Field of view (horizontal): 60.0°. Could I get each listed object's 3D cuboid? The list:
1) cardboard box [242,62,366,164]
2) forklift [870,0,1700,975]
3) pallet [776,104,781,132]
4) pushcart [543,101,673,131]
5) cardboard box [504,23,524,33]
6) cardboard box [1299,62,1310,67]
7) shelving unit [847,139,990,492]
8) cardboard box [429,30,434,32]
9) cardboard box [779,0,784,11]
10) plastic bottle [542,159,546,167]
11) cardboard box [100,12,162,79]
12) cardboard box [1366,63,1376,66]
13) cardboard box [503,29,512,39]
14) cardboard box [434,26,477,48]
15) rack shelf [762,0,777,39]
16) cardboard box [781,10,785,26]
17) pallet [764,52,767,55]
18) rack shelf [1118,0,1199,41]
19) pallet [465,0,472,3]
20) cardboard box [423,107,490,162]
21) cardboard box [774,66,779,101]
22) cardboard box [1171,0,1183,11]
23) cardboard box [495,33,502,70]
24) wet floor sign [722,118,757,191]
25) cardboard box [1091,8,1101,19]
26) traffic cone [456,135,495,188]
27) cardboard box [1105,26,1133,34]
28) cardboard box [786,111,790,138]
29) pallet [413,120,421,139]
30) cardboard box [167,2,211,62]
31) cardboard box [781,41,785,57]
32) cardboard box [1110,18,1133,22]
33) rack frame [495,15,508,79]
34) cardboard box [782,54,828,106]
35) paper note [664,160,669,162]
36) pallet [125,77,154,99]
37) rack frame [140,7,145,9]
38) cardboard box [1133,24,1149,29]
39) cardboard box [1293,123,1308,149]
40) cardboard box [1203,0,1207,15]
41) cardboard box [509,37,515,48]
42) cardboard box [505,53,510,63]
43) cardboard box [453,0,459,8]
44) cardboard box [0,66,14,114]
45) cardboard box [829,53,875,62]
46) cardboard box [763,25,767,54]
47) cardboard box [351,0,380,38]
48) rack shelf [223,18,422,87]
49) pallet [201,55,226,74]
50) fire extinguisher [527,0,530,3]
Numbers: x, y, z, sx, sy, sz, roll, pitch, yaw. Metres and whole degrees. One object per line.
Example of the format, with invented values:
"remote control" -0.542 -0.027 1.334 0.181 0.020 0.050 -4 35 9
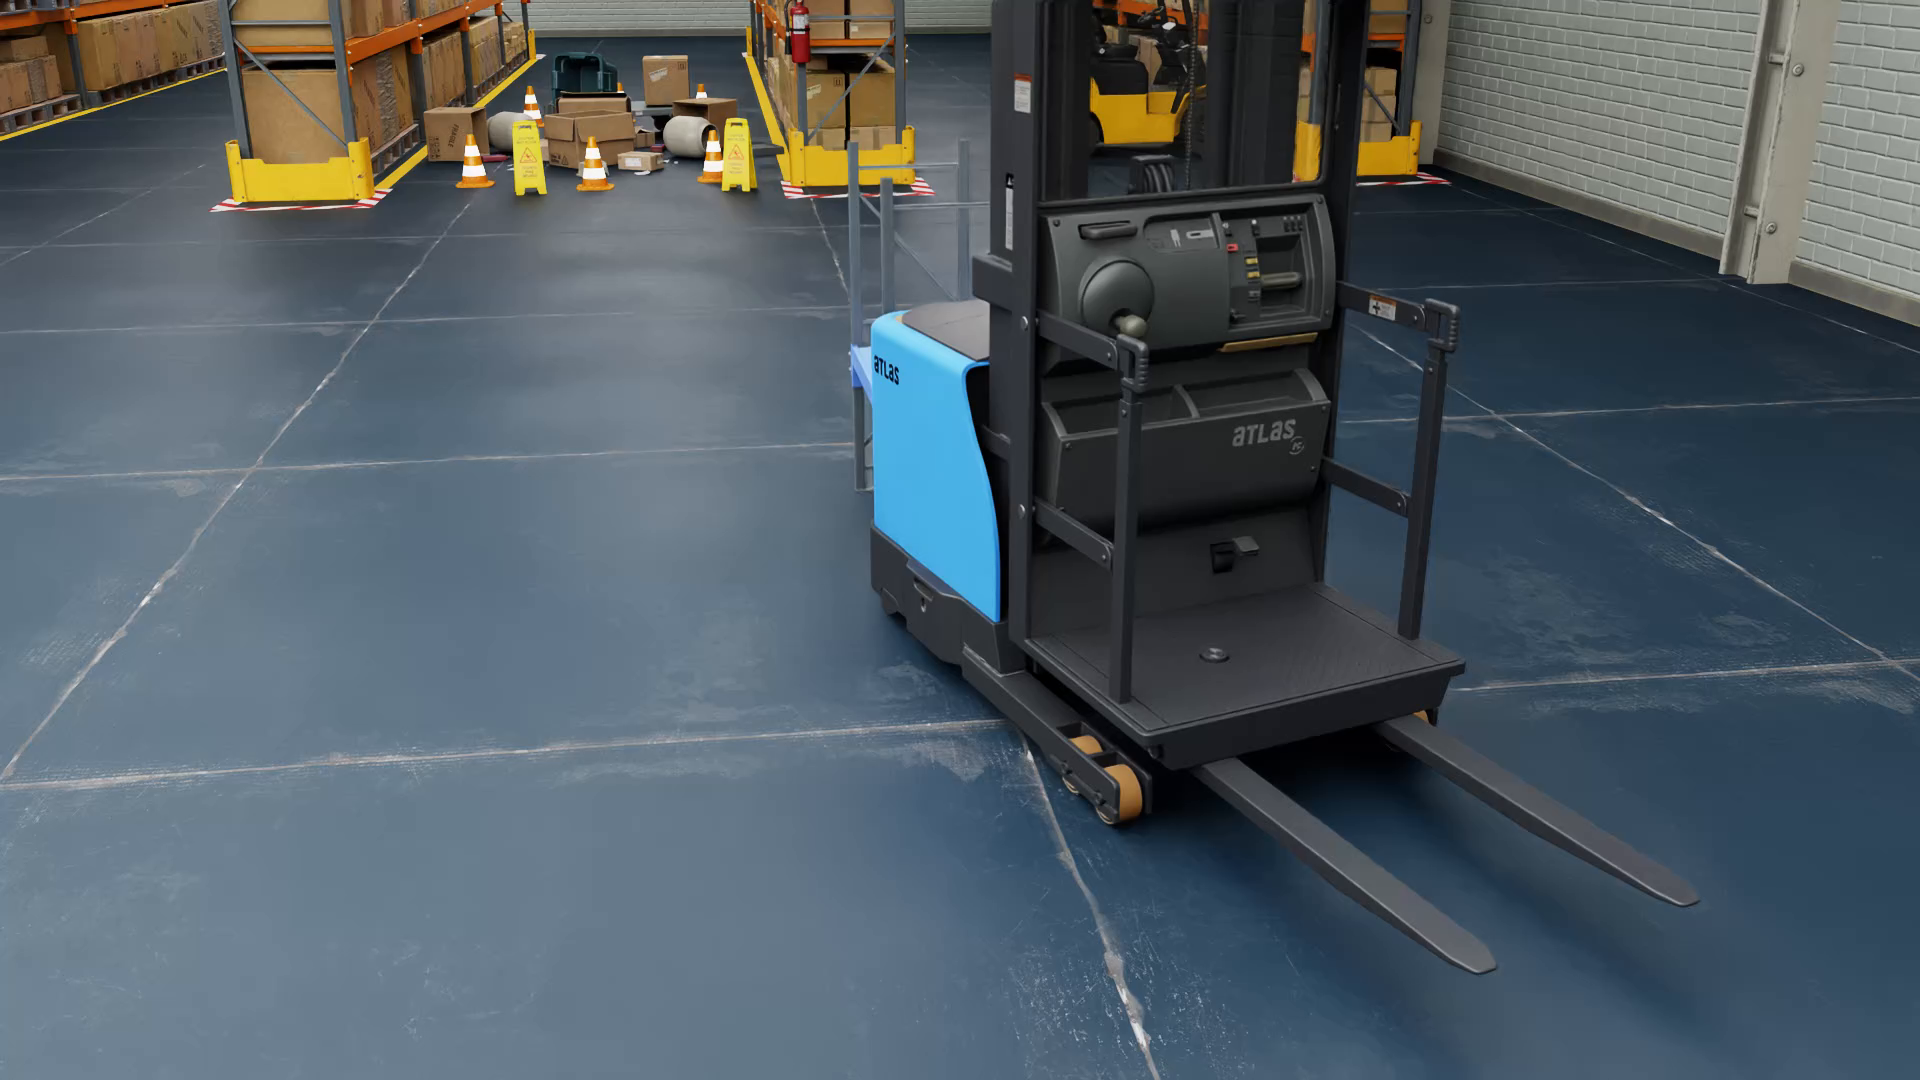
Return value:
"cardboard box" -6.058 -3.927 15.381 0.875 0.875 0.875 -3 21 -7
"forklift" 0.765 -0.759 4.560 1.130 2.935 3.031 -9 22 -24
"pallet" -1.701 -5.127 20.143 1.003 0.211 1.213 -3 21 -8
"pushcart" -3.837 -4.803 19.038 1.648 0.377 0.936 -11 23 -26
"cardboard box" -7.732 -8.831 28.696 0.380 0.149 0.250 -3 21 -9
"cardboard box" 3.446 -4.728 16.989 0.500 0.250 0.500 -3 21 -7
"shelving unit" -0.122 -0.757 6.600 0.538 1.500 1.048 -4 21 -10
"cardboard box" -7.406 -6.865 22.710 0.500 0.250 0.500 -3 21 -9
"cardboard box" -1.645 -5.837 17.489 0.500 0.500 0.500 -3 21 -8
"plastic bottle" -4.317 -3.847 16.929 0.133 0.061 0.283 -11 23 -26
"cardboard box" -12.306 -7.106 23.890 1.225 0.875 0.875 -4 21 -10
"cardboard box" 3.943 -4.757 17.065 0.500 0.250 0.500 -3 21 -8
"cardboard box" -7.552 -8.284 27.232 0.380 0.149 0.250 -2 21 -7
"cardboard box" -6.908 -6.892 22.784 0.500 0.250 0.500 -4 21 -10
"rack shelf" -1.876 -6.520 20.913 1.077 0.370 4.000 -3 21 -8
"cardboard box" -1.685 -5.478 17.455 0.380 0.149 0.250 -3 21 -7
"pallet" -2.952 -8.318 28.686 1.003 0.211 1.213 -3 21 -8
"rack shelf" 3.035 -6.771 21.587 1.077 0.370 4.000 -3 21 -8
"pallet" -7.256 -7.416 22.559 1.213 0.211 1.003 -3 21 -8
"cardboard box" -5.232 -4.224 17.307 0.500 0.500 0.500 1 20 2
"cardboard box" -1.875 -5.801 21.116 0.950 0.372 0.625 -2 21 -6
"cardboard box" 2.914 -6.681 20.530 0.500 0.250 0.500 -3 21 -8
"cardboard box" -7.269 -7.432 25.299 0.500 0.500 0.500 -3 21 -9
"wet floor sign" -2.043 -3.557 15.316 0.267 0.644 0.232 4 21 11
"cardboard box" 2.044 -8.429 26.618 0.380 0.149 0.250 -4 21 -10
"traffic cone" -4.566 -3.562 15.591 0.336 0.463 0.334 -3 21 -8
"cardboard box" 2.368 -7.569 24.739 0.380 0.149 0.250 -2 21 -6
"cardboard box" -1.542 -4.315 17.311 0.500 0.250 0.500 -4 21 -10
"pallet" -6.657 -4.837 19.364 1.003 0.211 1.213 -3 21 -8
"cardboard box" -12.693 -8.180 26.766 0.875 0.875 0.875 -3 21 -8
"cardboard box" -1.735 -5.286 17.912 0.380 0.149 0.250 -2 21 -6
"cardboard box" 2.595 -8.228 26.504 0.380 0.149 0.250 -3 21 -7
"rack frame" -7.625 -8.649 25.587 1.000 3.000 0.127 -3 21 -8
"cardboard box" -1.681 -5.021 18.131 0.500 0.500 0.500 -2 21 -6
"paper note" -3.091 -3.912 17.162 0.148 0.019 0.142 4 21 11
"pallet" -12.182 -6.441 23.660 1.003 0.211 1.213 -3 21 -8
"rack frame" -12.547 -8.434 25.011 1.000 3.000 0.127 -3 21 -8
"cardboard box" 2.820 -7.689 25.060 0.380 0.149 0.250 -3 21 -9
"cardboard box" 3.520 -4.086 16.699 0.500 0.250 0.500 -3 21 -7
"cardboard box" 3.129 -6.296 19.143 0.500 0.500 0.500 -3 21 -9
"cardboard box" -7.582 -8.238 27.534 0.380 0.149 0.250 -3 21 -8
"cardboard box" -7.359 -7.653 26.393 0.380 0.149 0.250 -4 21 -10
"cardboard box" -6.647 -6.996 21.018 0.500 0.500 0.500 -3 21 -8
"cardboard box" -11.593 -5.273 19.491 0.700 0.500 0.500 -5 21 -12
"cardboard box" -1.162 -5.057 18.226 0.500 0.500 0.500 -3 21 -7
"cardboard box" -2.855 -8.463 28.150 0.875 0.438 0.875 -4 21 -9
"cardboard box" -6.051 -5.081 15.818 0.875 0.550 0.550 -3 21 -8
"rack shelf" -6.183 -4.850 16.443 1.077 0.370 4.000 -3 21 -8
"pallet" -12.759 -7.818 27.348 1.003 0.211 1.213 -3 21 -8
"fire extinguisher" -7.781 -9.934 29.670 0.296 0.674 0.183 -3 21 -8
